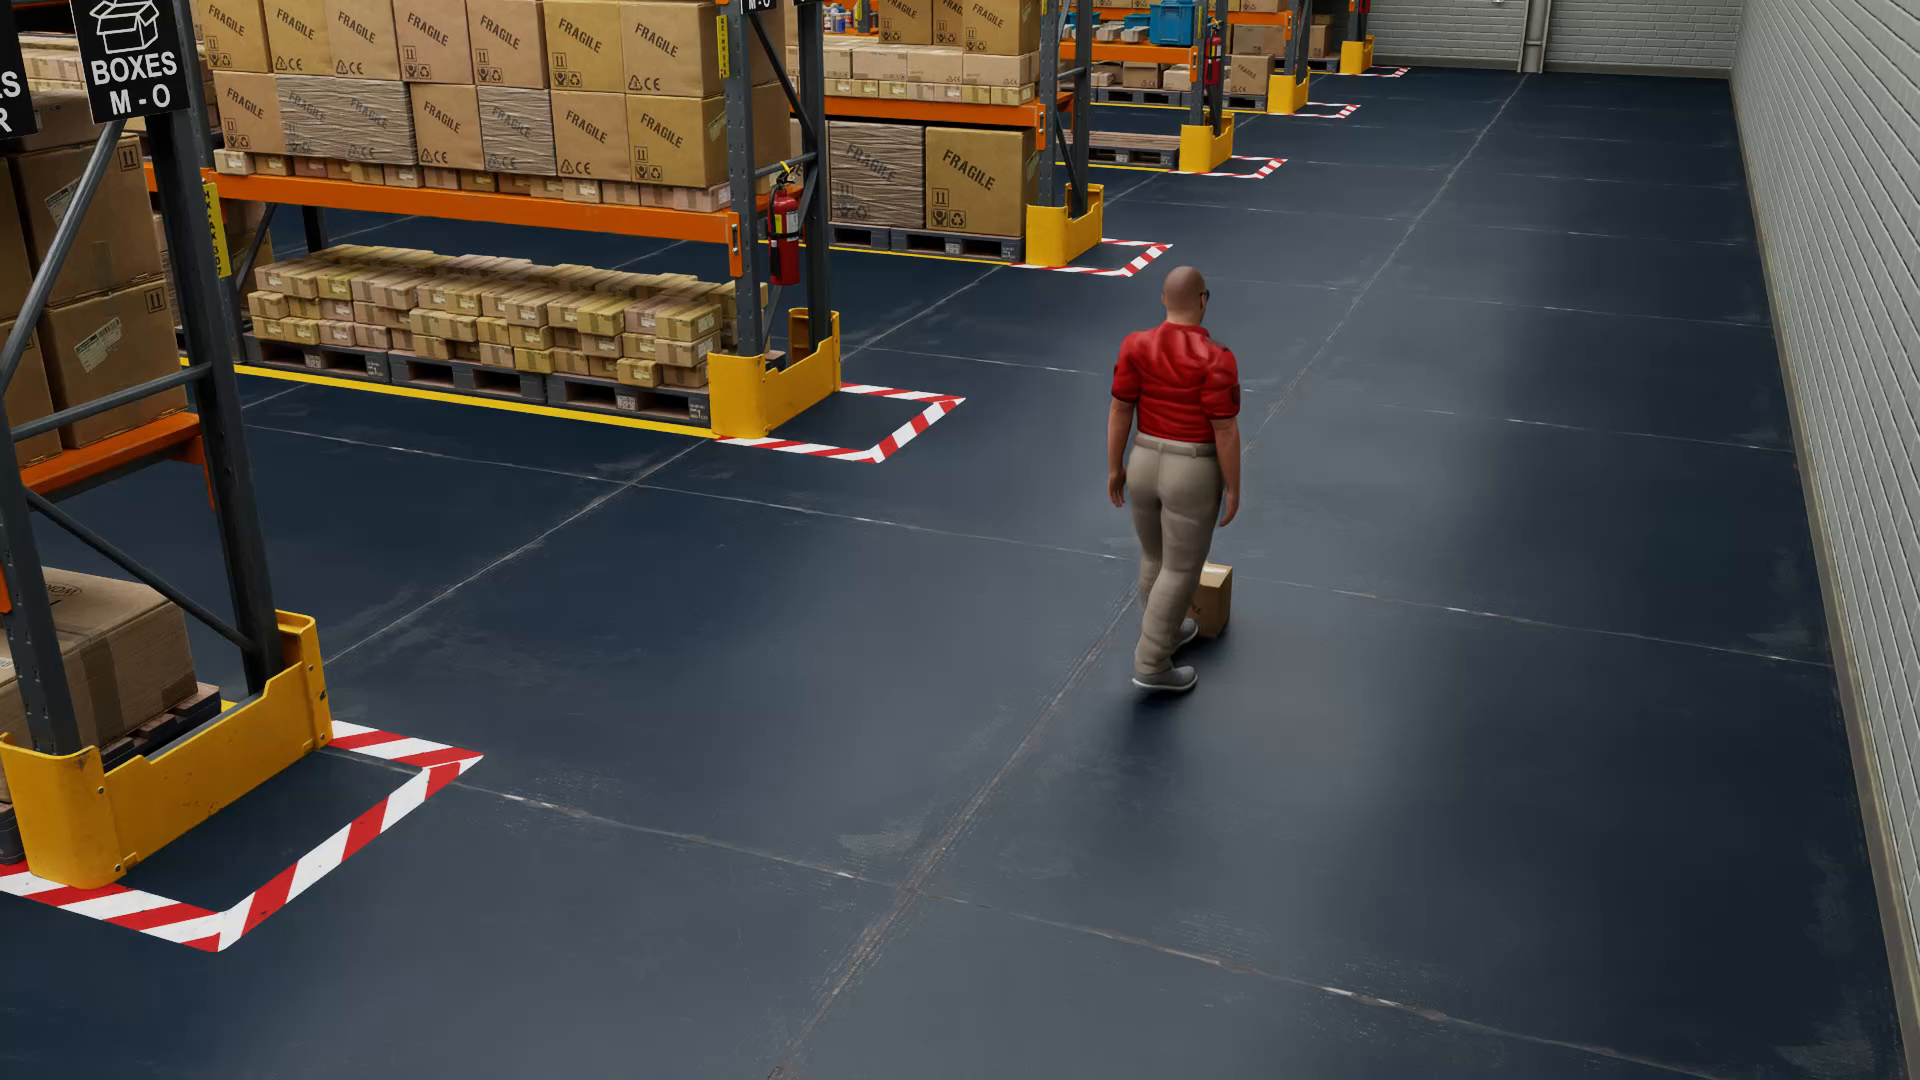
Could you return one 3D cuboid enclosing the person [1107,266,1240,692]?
[{"bbox_3d":[0.894,-0.259,6.730,0.555,1.721,0.698,17,28,36],"label":"person"}]
